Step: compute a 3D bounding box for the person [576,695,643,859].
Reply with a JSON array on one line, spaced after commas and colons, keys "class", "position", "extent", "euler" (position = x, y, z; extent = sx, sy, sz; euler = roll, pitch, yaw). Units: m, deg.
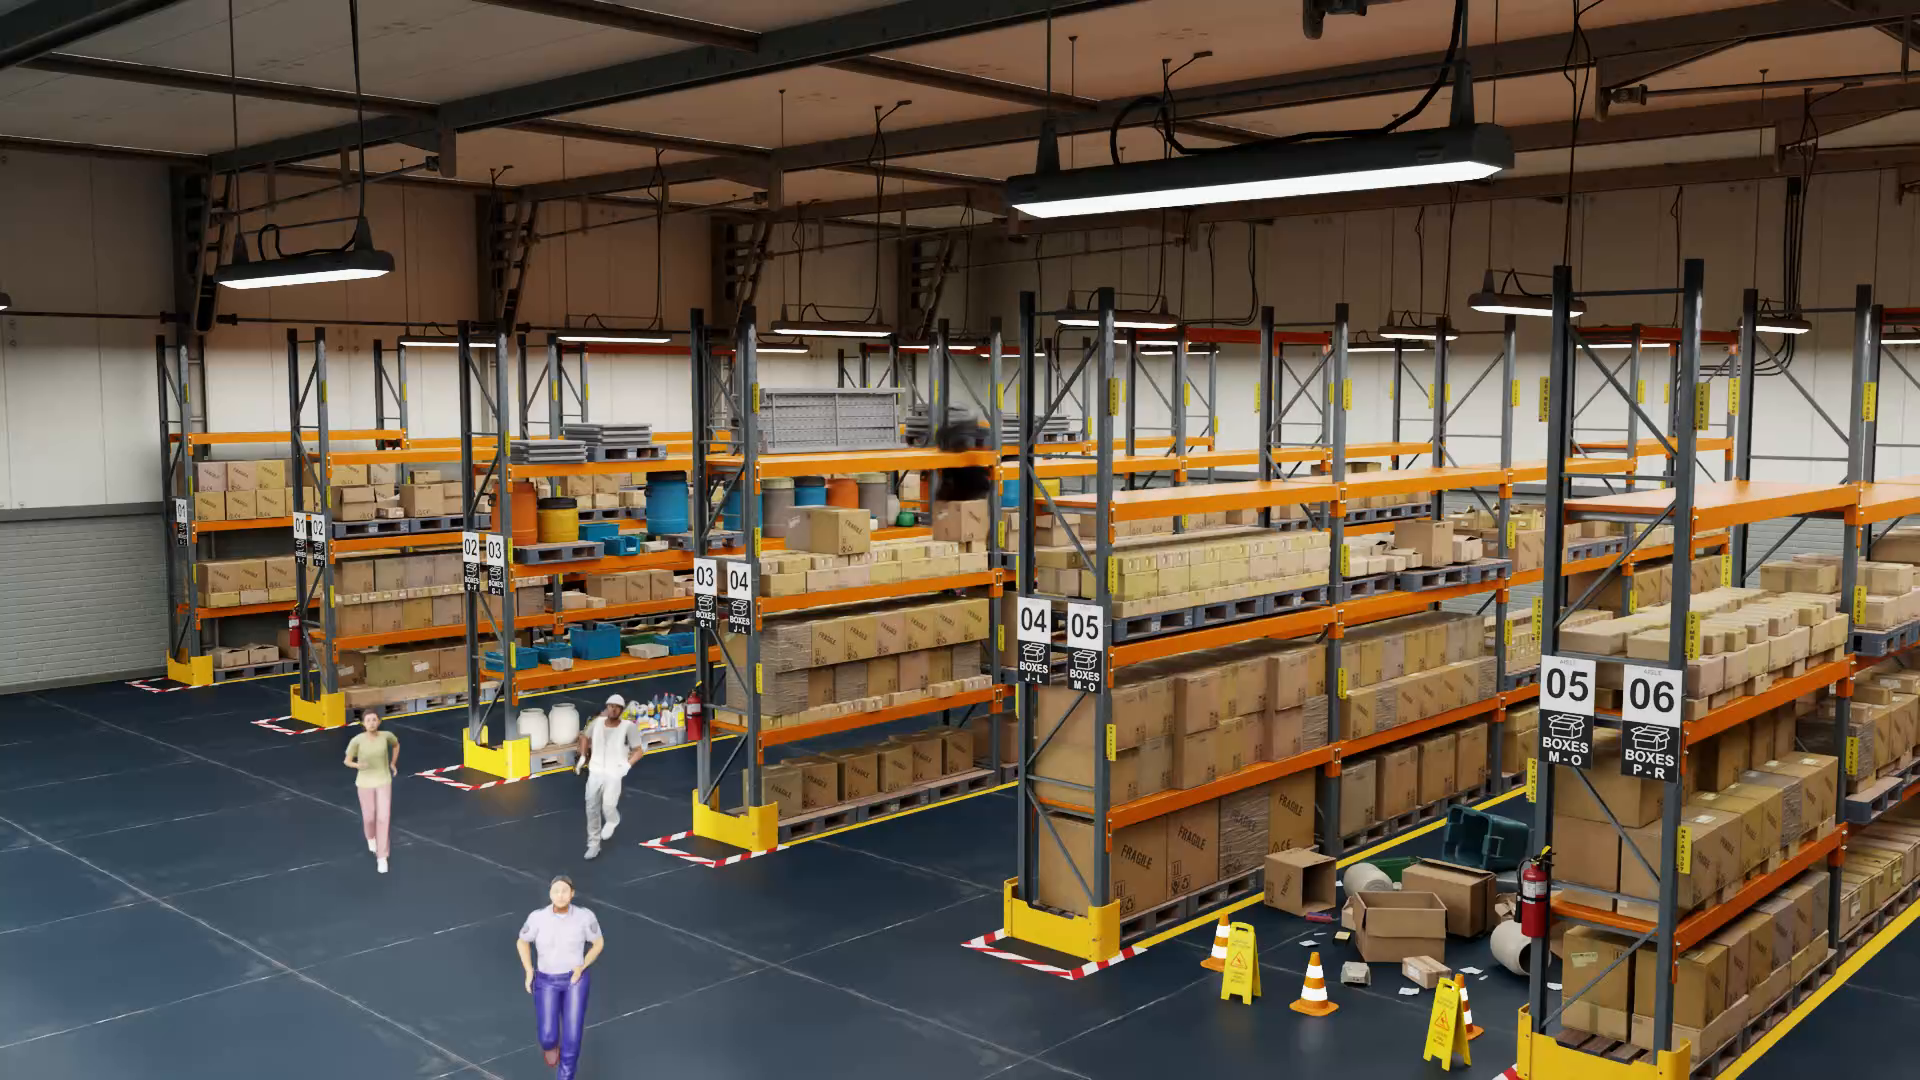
[{"class": "person", "position": [-3.880, 2.588, 18.365], "extent": [0.739, 1.746, 0.743], "euler": [1, 5, 7]}]

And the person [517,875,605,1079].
[{"class": "person", "position": [-2.912, 3.230, 12.159], "extent": [0.623, 1.599, 0.566], "euler": [-1, 6, -14]}]

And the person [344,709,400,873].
[{"class": "person", "position": [-6.294, 2.638, 17.844], "extent": [0.578, 1.673, 0.955], "euler": [-2, 6, -22]}]
